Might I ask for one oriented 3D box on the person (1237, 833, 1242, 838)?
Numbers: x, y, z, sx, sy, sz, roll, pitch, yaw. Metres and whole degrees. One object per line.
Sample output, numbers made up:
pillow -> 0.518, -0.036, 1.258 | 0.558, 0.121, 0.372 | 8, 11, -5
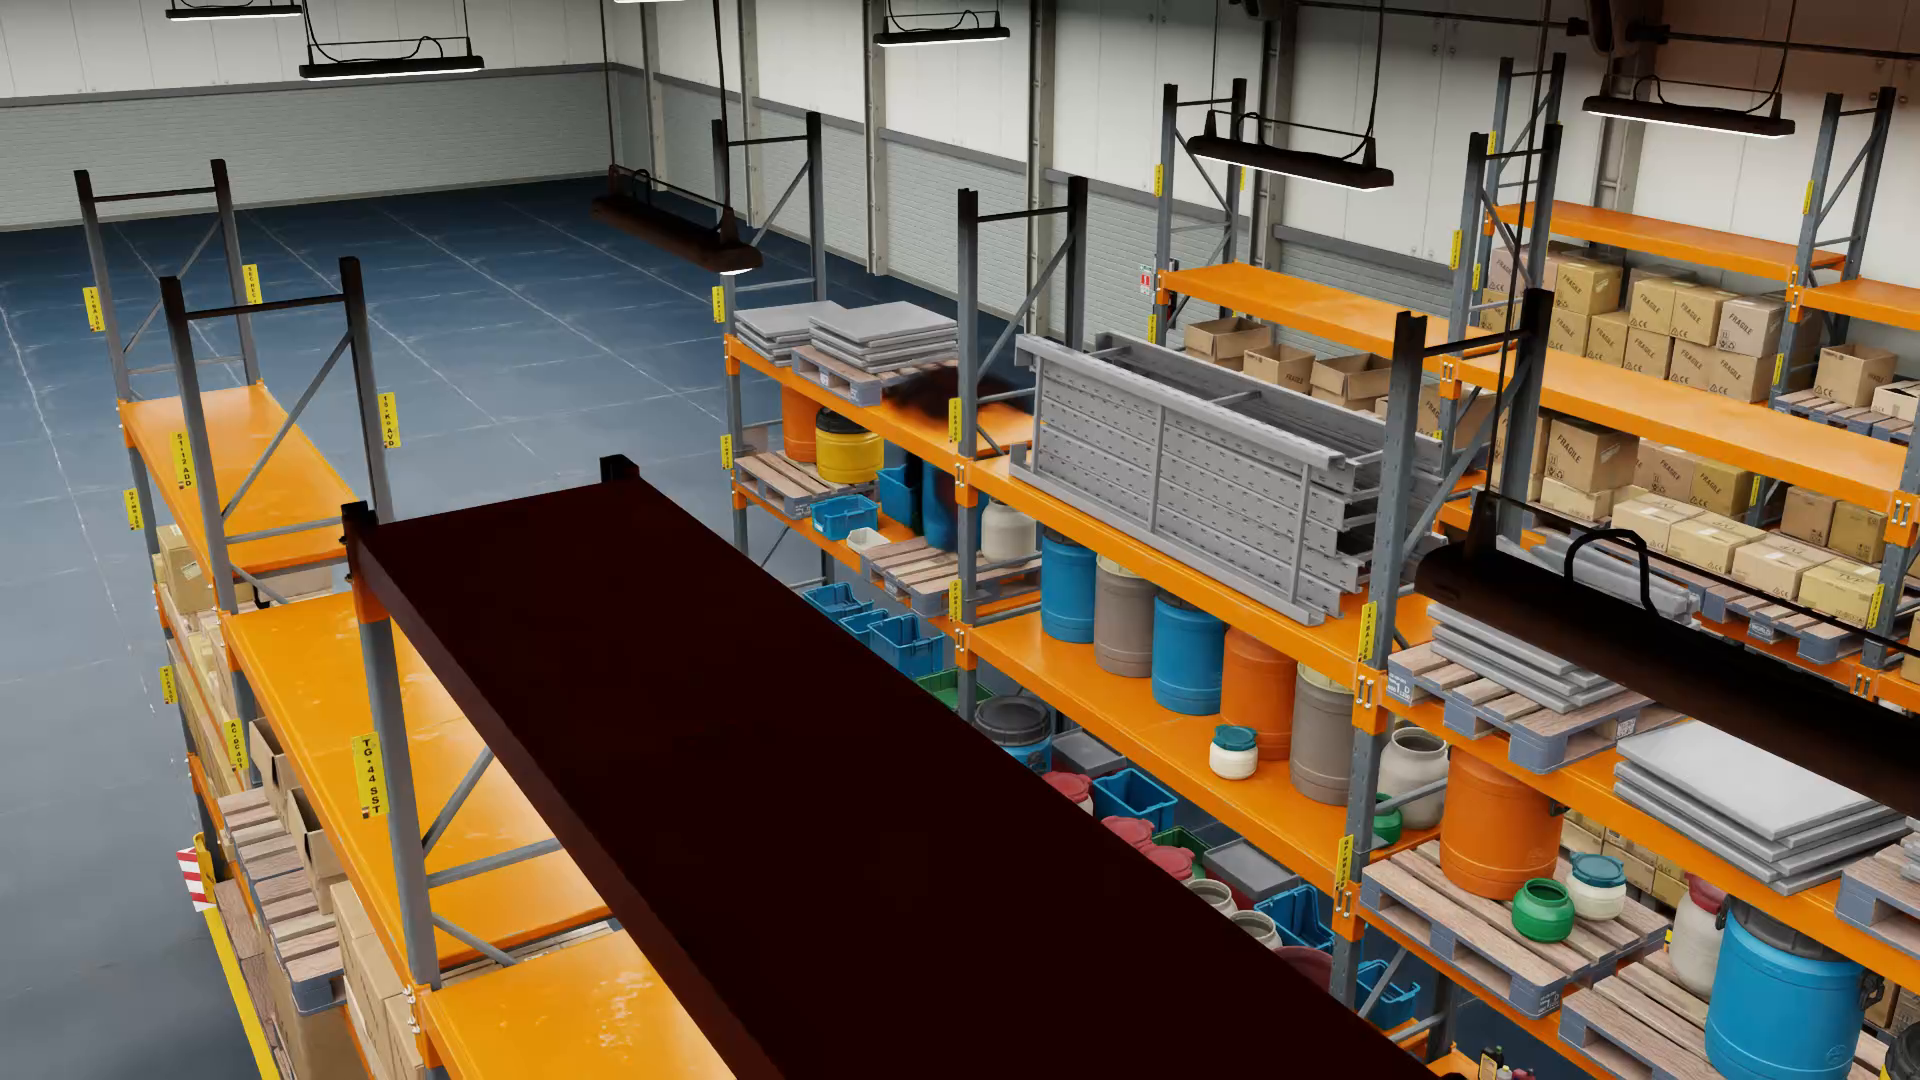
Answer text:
person -> 2.385, 2.487, 13.000 | 0.514, 1.649, 0.888 | -10, 24, -24

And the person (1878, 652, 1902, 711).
person -> 8.167, 1.697, 14.897 | 0.757, 1.728, 1.044 | -15, 27, -34
